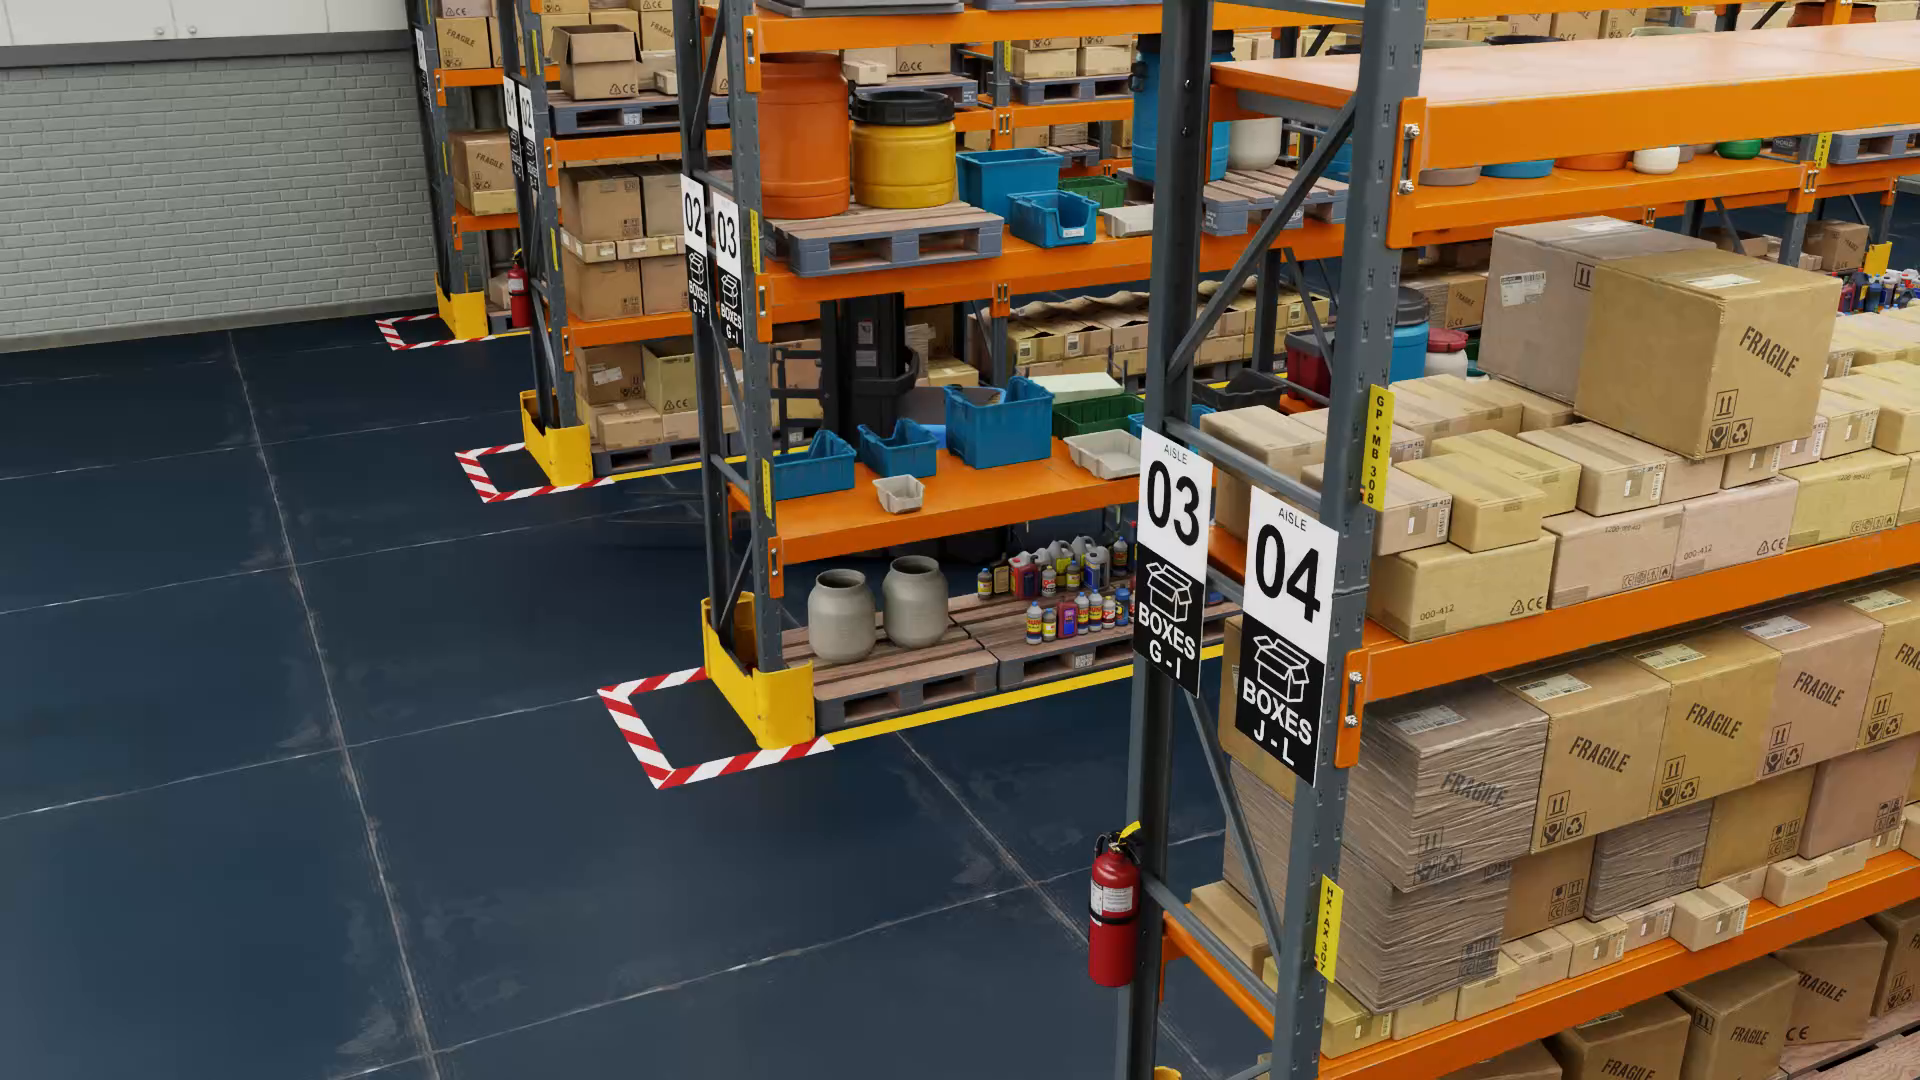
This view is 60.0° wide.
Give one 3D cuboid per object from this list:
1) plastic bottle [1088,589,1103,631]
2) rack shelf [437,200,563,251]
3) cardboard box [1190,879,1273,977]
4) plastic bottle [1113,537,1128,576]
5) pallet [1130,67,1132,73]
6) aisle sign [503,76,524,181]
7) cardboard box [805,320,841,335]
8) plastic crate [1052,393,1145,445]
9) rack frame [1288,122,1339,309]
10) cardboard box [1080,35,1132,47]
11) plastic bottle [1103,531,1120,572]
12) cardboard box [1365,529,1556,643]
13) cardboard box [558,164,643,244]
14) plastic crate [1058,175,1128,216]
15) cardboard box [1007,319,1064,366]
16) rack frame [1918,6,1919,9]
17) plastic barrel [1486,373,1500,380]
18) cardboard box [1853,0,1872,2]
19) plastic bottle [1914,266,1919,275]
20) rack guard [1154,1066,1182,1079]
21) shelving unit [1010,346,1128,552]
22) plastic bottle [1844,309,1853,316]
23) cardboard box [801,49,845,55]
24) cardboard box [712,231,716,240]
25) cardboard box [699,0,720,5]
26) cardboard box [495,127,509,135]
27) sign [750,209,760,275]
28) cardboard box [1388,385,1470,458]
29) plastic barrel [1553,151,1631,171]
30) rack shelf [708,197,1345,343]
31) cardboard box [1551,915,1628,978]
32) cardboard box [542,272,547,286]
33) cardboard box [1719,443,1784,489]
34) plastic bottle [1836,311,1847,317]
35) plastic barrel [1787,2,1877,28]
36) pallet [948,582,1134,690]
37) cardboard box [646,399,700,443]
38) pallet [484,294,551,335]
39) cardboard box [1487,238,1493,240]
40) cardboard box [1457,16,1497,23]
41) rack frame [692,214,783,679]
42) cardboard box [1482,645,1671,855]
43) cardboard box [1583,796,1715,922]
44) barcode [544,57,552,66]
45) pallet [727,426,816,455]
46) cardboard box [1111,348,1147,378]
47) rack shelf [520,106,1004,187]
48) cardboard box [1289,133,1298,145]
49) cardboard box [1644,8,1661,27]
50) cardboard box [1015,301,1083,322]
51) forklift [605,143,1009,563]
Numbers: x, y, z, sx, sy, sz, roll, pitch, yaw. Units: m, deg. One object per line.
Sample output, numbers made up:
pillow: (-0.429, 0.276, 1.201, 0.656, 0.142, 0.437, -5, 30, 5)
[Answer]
plastic bottle: (0.871, 0.446, 10.742, 0.097, 0.271, 0.097, 0, 22, 0)
rack shelf: (-3.791, -3.758, 18.847, 4.000, 0.370, 1.077, -10, 25, -24)
cardboard box: (1.019, 1.360, 5.870, 0.250, 0.149, 0.380, -10, 25, -24)
plastic bottle: (1.114, 0.109, 11.557, 0.097, 0.271, 0.097, 0, 22, 0)
pallet: (2.188, -4.348, 15.656, 1.213, 0.211, 1.003, -9, 24, -21)
aisle sign: (-3.628, -3.343, 13.506, 0.004, 0.787, 0.394, -10, 25, -24)
cardboard box: (-1.065, -1.670, 14.928, 0.500, 0.500, 0.500, -10, 25, -24)
plastic crate: (0.962, -0.782, 10.994, 0.662, 0.188, 0.450, -10, 25, -24)
rack frame: (3.767, -3.379, 16.991, 0.127, 3.000, 1.000, -10, 25, -24)
cardboard box: (1.239, -4.764, 15.081, 0.500, 0.500, 0.500, -8, 24, -19)
plastic bottle: (1.064, 0.079, 11.613, 0.133, 0.283, 0.061, -9, 24, -21)
cardboard box: (1.398, 0.055, 4.969, 0.500, 0.250, 0.500, -10, 24, -22)
cardboard box: (-2.967, -2.779, 13.715, 0.500, 0.500, 0.700, -10, 25, -23)
plastic crate: (0.768, -2.128, 10.324, 0.450, 0.188, 0.336, -10, 25, -24)
cardboard box: (0.643, -1.881, 15.685, 0.500, 0.311, 0.500, -10, 25, -23)
rack frame: (10.976, -7.478, 19.049, 0.127, 3.000, 1.000, -10, 25, -24)
plastic barrel: (3.926, -1.275, 11.731, 0.433, 0.535, 0.433, 0, 22, 0)
cardboard box: (10.033, -6.455, 19.063, 0.500, 0.500, 0.700, -10, 25, -24)
plastic bottle: (8.201, -2.220, 14.343, 0.133, 0.283, 0.061, -10, 25, -24)
rack guard: (0.920, 2.505, 6.045, 0.348, 0.500, 1.175, -10, 25, -24)
shelving unit: (0.794, -0.637, 12.329, 0.755, 1.500, 0.431, -5, 23, -12)
plastic bottle: (6.949, -1.680, 13.054, 0.097, 0.271, 0.097, 0, 22, 0)
cardboard box: (-1.376, -4.178, 14.133, 0.637, 0.503, 0.797, -8, 24, -18)
cardboard box: (-2.065, -2.560, 14.035, 0.250, 0.149, 0.380, -11, 25, -25)
cardboard box: (-2.815, -6.054, 18.067, 0.500, 0.500, 0.500, -9, 24, -21)
cardboard box: (-4.803, -4.276, 18.349, 0.500, 0.500, 0.500, -10, 25, -23)
sign: (-1.062, -1.544, 8.625, 0.005, 0.325, 0.100, -10, 25, -24)
cardboard box: (1.451, -0.378, 5.493, 0.250, 0.149, 0.380, -12, 25, -26)
plastic barrel: (4.489, -3.086, 11.799, 0.708, 0.830, 0.600, -10, 25, -24)
rack shelf: (0.506, -1.730, 10.025, 4.000, 0.370, 1.077, -10, 25, -24)
cardboard box: (2.122, 1.355, 5.884, 0.250, 0.149, 0.380, -10, 25, -24)
cardboard box: (-4.417, -2.898, 18.769, 0.500, 0.311, 0.500, -8, 24, -19)
cardboard box: (2.387, -0.308, 5.326, 0.250, 0.149, 0.380, -12, 25, -26)
plastic bottle: (6.859, -1.651, 12.979, 0.135, 0.276, 0.152, -10, 25, -24)
plastic barrel: (6.425, -3.543, 12.354, 0.708, 0.830, 0.600, -10, 25, -24)
pallet: (0.584, 0.582, 11.069, 1.213, 0.211, 1.003, -10, 25, -24)
cardboard box: (-2.413, -1.072, 14.464, 0.500, 0.250, 0.500, -10, 25, -24)
pallet: (-4.777, -2.605, 18.768, 1.213, 0.211, 1.003, -10, 25, -24)
cardboard box: (5.929, -3.275, 18.453, 0.500, 0.250, 0.500, -10, 25, -24)
cardboard box: (5.082, -5.512, 16.785, 0.500, 0.500, 0.500, -10, 25, -24)
rack frame: (-1.296, -0.344, 9.660, 0.127, 3.000, 1.000, -10, 25, -24)
cardboard box: (1.919, 0.639, 5.457, 0.500, 0.500, 0.500, -10, 25, -24)
cardboard box: (2.227, 0.905, 6.122, 0.500, 0.500, 0.875, -10, 25, -24)
barcode: (-3.379, -3.922, 13.623, 0.075, 0.075, 0.001, -10, 25, -24)
pallet: (-1.673, -1.106, 15.145, 1.213, 0.211, 1.003, -10, 25, -24)
cardboard box: (1.561, -1.792, 16.203, 0.500, 0.250, 0.500, -11, 25, -25)
rack shelf: (-1.639, -3.437, 14.150, 4.000, 0.370, 1.077, -10, 25, -24)
cardboard box: (4.355, -5.347, 22.048, 0.250, 0.149, 0.380, -10, 25, -24)
cardboard box: (7.692, -5.764, 18.374, 0.500, 0.250, 0.500, -10, 25, -24)
cardboard box: (0.870, -2.153, 16.341, 0.500, 0.311, 0.500, -10, 24, -22)
forklift: (-1.144, -1.386, 12.266, 3.031, 2.935, 1.130, 1, 23, 3)
